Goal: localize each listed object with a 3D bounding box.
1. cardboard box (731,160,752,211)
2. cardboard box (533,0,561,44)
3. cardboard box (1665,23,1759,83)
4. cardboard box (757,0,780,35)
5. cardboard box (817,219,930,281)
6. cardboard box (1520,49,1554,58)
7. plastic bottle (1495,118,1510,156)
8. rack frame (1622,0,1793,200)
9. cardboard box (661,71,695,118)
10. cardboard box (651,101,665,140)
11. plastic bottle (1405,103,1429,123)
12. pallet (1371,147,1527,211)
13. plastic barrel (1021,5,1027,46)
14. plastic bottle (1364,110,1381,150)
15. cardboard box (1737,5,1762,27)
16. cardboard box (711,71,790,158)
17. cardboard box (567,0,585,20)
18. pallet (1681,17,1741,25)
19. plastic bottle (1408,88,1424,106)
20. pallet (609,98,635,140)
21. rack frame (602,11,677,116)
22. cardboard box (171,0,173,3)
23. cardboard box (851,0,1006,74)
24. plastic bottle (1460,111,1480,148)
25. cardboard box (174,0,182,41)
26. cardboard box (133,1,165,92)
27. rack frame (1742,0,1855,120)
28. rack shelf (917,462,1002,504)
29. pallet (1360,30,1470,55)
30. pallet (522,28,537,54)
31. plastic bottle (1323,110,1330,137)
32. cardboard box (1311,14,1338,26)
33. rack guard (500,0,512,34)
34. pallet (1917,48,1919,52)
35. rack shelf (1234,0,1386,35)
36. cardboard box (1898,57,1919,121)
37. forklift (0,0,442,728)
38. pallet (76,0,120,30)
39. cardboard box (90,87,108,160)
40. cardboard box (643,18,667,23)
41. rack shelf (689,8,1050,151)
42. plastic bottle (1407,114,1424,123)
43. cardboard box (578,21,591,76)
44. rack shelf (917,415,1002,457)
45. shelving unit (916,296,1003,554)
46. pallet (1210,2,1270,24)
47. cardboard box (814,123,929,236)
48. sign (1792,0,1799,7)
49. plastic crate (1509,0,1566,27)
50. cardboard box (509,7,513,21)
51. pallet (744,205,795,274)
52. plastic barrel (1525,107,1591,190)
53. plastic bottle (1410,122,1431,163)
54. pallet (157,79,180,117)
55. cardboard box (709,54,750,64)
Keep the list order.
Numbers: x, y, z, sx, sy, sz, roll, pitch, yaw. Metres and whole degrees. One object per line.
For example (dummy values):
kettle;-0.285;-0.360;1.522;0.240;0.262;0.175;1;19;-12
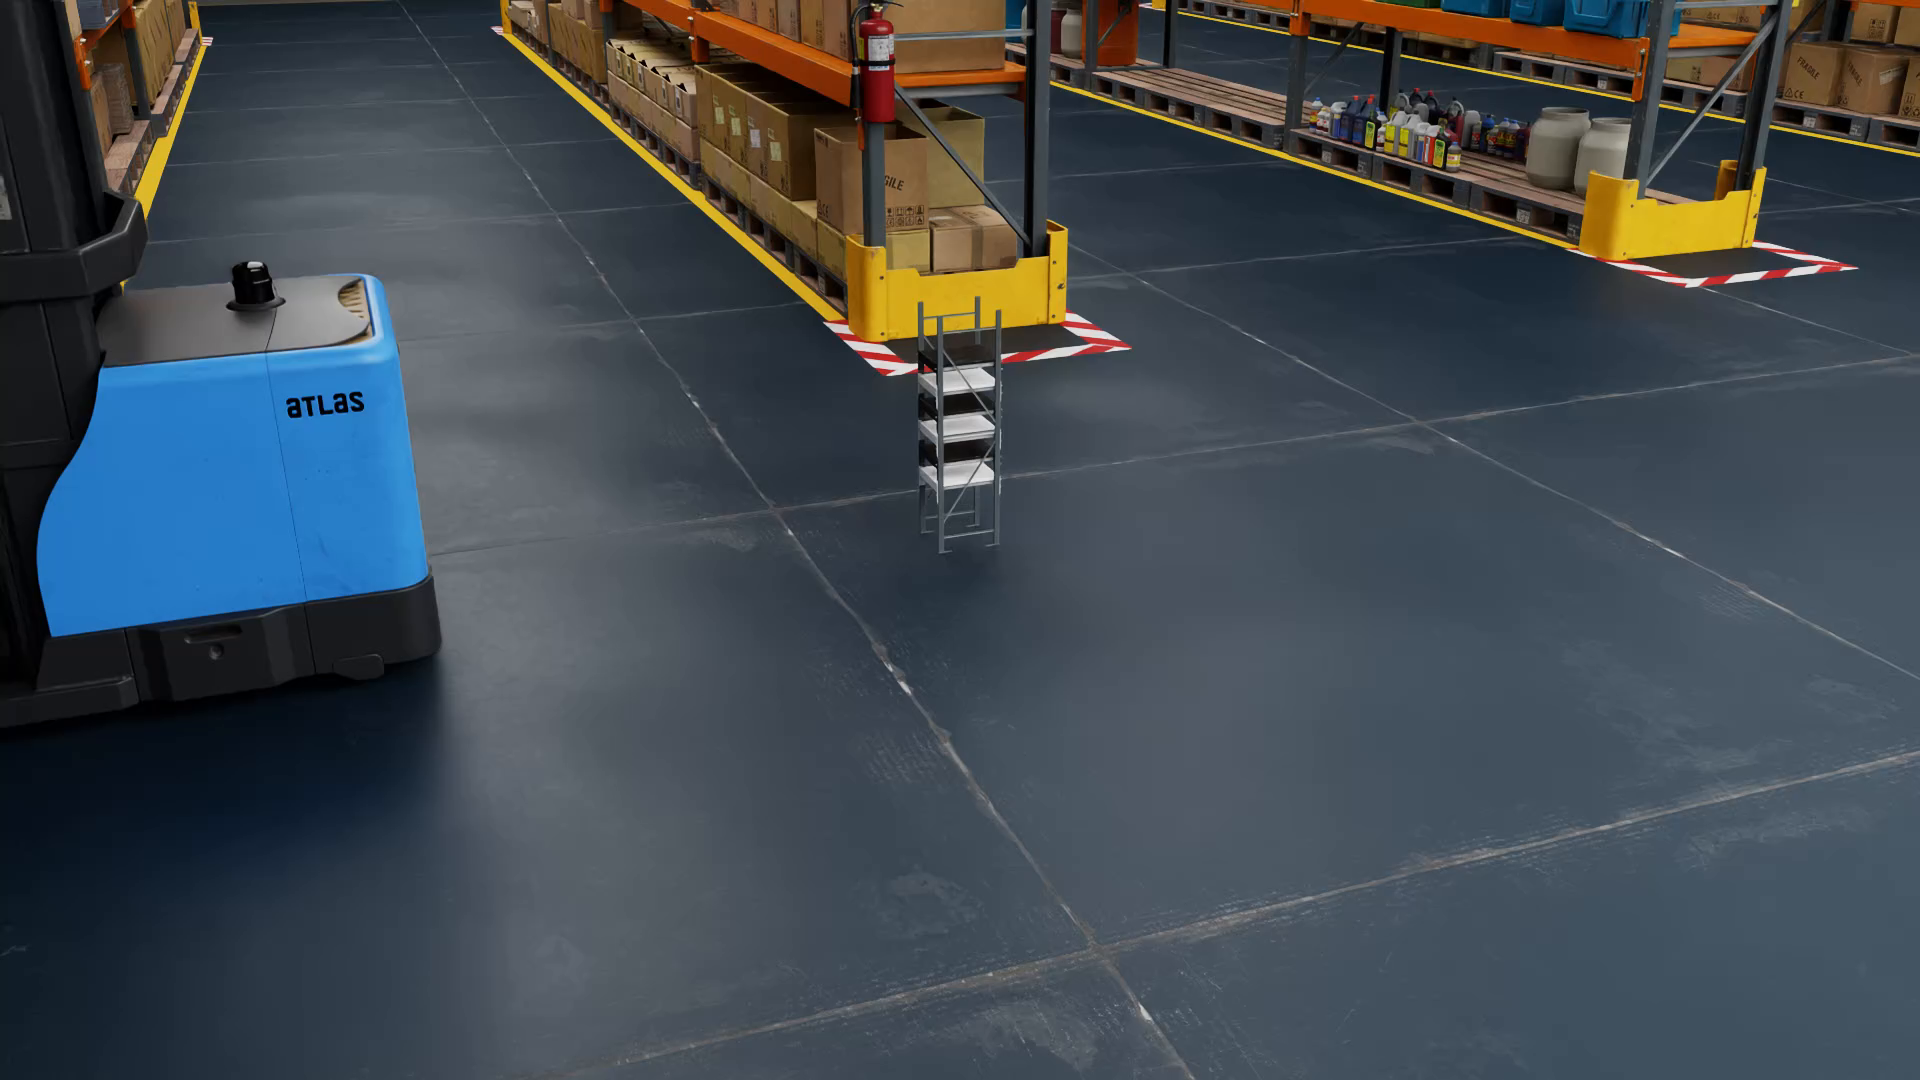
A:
cardboard box;-1.208;-2.368;11.006;0.500;0.250;0.500;-8;24;-19
cardboard box;-4.725;-6.142;19.613;0.500;0.500;0.500;-8;24;-19
cardboard box;7.489;-4.827;16.493;0.700;0.500;0.500;-8;24;-19
cardboard box;-0.904;-3.529;10.631;0.700;0.500;0.500;-8;24;-18
cardboard box;-0.485;-1.644;9.288;0.500;0.250;0.500;-8;24;-19
cardboard box;6.679;-5.638;18.416;0.700;0.500;0.500;-10;25;-22
plastic bottle;4.111;-3.049;12.569;0.097;0.271;0.097;0;23;0
rack frame;4.616;-3.241;10.078;1.000;3.000;0.127;-8;24;-19
cardboard box;-2.033;-3.497;12.963;0.500;0.311;0.500;-8;24;-18
cardboard box;-2.208;-3.424;13.510;0.500;0.250;0.500;-8;24;-18
plastic bottle;3.638;-3.349;13.273;0.152;0.276;0.135;-8;24;-19
pallet;3.836;-2.716;12.422;1.003;0.211;1.213;-8;24;-19
plastic barrel;0.919;-5.974;19.224;0.421;0.512;0.421;0;23;0
plastic bottle;3.186;-3.161;12.819;0.061;0.283;0.133;-7;24;-17
cardboard box;10.442;-6.906;21.450;0.500;0.500;0.500;-7;24;-17
cardboard box;-1.377;-2.896;11.294;0.500;0.500;0.500;-8;24;-19
cardboard box;-3.785;-5.565;17.278;0.500;0.250;0.500;-9;24;-20
pallet;10.397;-6.913;22.380;1.003;0.211;1.213;-8;24;-19
plastic bottle;3.700;-3.482;13.494;0.144;0.351;0.185;-9;24;-20
pallet;-2.591;-3.880;15.185;1.003;0.211;1.213;-8;24;-19
rack frame;-2.845;-5.470;15.366;1.000;3.000;0.127;-8;24;-19
cardboard box;-9.195;-6.208;18.959;0.380;0.149;0.250;-9;24;-20
cardboard box;-0.172;-2.781;8.856;0.700;0.500;0.500;-8;24;-19
plastic bottle;3.936;-3.201;12.923;0.152;0.276;0.135;-8;24;-18
cardboard box;-9.608;-6.132;19.615;0.700;0.500;0.500;-9;25;-21
cardboard box;-7.919;-4.596;15.520;0.750;0.750;0.750;-8;24;-19
rack frame;7.837;-5.374;15.139;1.000;3.000;0.127;-8;24;-19
rack shelf;-0.003;-0.221;6.165;0.258;0.077;0.200;-8;24;-19
pallet;5.788;-6.282;20.883;1.003;0.211;1.213;-8;24;-19
pallet;-4.935;-6.332;21.001;1.003;0.211;1.213;-8;24;-19
plastic bottle;2.977;-3.358;13.392;0.097;0.201;0.097;0;23;0
cardboard box;5.255;-7.266;21.821;1.225;0.875;0.875;-8;24;-19
rack guard;-5.645;-7.197;22.682;1.175;0.500;0.348;-8;24;-19
pallet;11.735;-5.447;18.902;1.003;0.211;1.213;-8;24;-19
rack shelf;2.496;-5.090;15.390;1.077;0.370;4.000;-8;24;-19
cardboard box;8.443;-3.843;14.184;0.500;0.500;0.500;-11;25;-24
forklift;-3.217;-0.907;4.628;3.031;2.935;1.130;-8;24;-19
pallet;-6.199;-3.545;11.045;1.003;0.211;1.213;-8;24;-19
cardboard box;-6.713;-3.023;12.213;0.700;0.500;0.500;-8;24;-18
cardboard box;-3.102;-5.098;17.135;0.500;0.500;0.500;-9;24;-20
rack shelf;-0.726;-2.958;10.333;1.077;0.370;4.000;-8;24;-19
plastic bottle;3.446;-3.099;12.680;0.152;0.276;0.135;-8;24;-19
cardboard box;-3.578;-5.016;16.942;0.500;0.500;0.500;-9;25;-21
rack shelf;-0.003;-0.387;6.095;0.258;0.077;0.200;-8;24;-19
shelving unit;-0.003;-0.418;6.082;0.258;0.900;0.210;-8;24;-19
pallet;4.380;-7.727;24.312;1.003;0.211;1.213;-8;24;-19
cardboard box;-0.487;-1.989;9.141;0.500;0.500;0.500;-8;24;-19
sign;5.132;-3.443;10.200;0.100;0.325;0.005;-8;24;-19
plastic crate;3.935;-3.550;11.003;0.499;0.251;0.408;-8;24;-19
cardboard box;-5.757;-6.984;22.039;0.380;0.166;0.250;-8;24;-19
pallet;-0.756;-1.993;10.706;1.003;0.211;1.213;-8;24;-19
plastic barrel;4.135;-2.699;11.454;0.421;0.512;0.421;0;23;0
plastic bottle;3.445;-2.942;12.308;0.152;0.276;0.135;-9;24;-20
pallet;-8.114;-4.243;16.046;1.003;0.211;1.213;-8;24;-19
cardboard box;-1.890;-3.944;14.023;0.500;0.311;0.500;-8;24;-18
